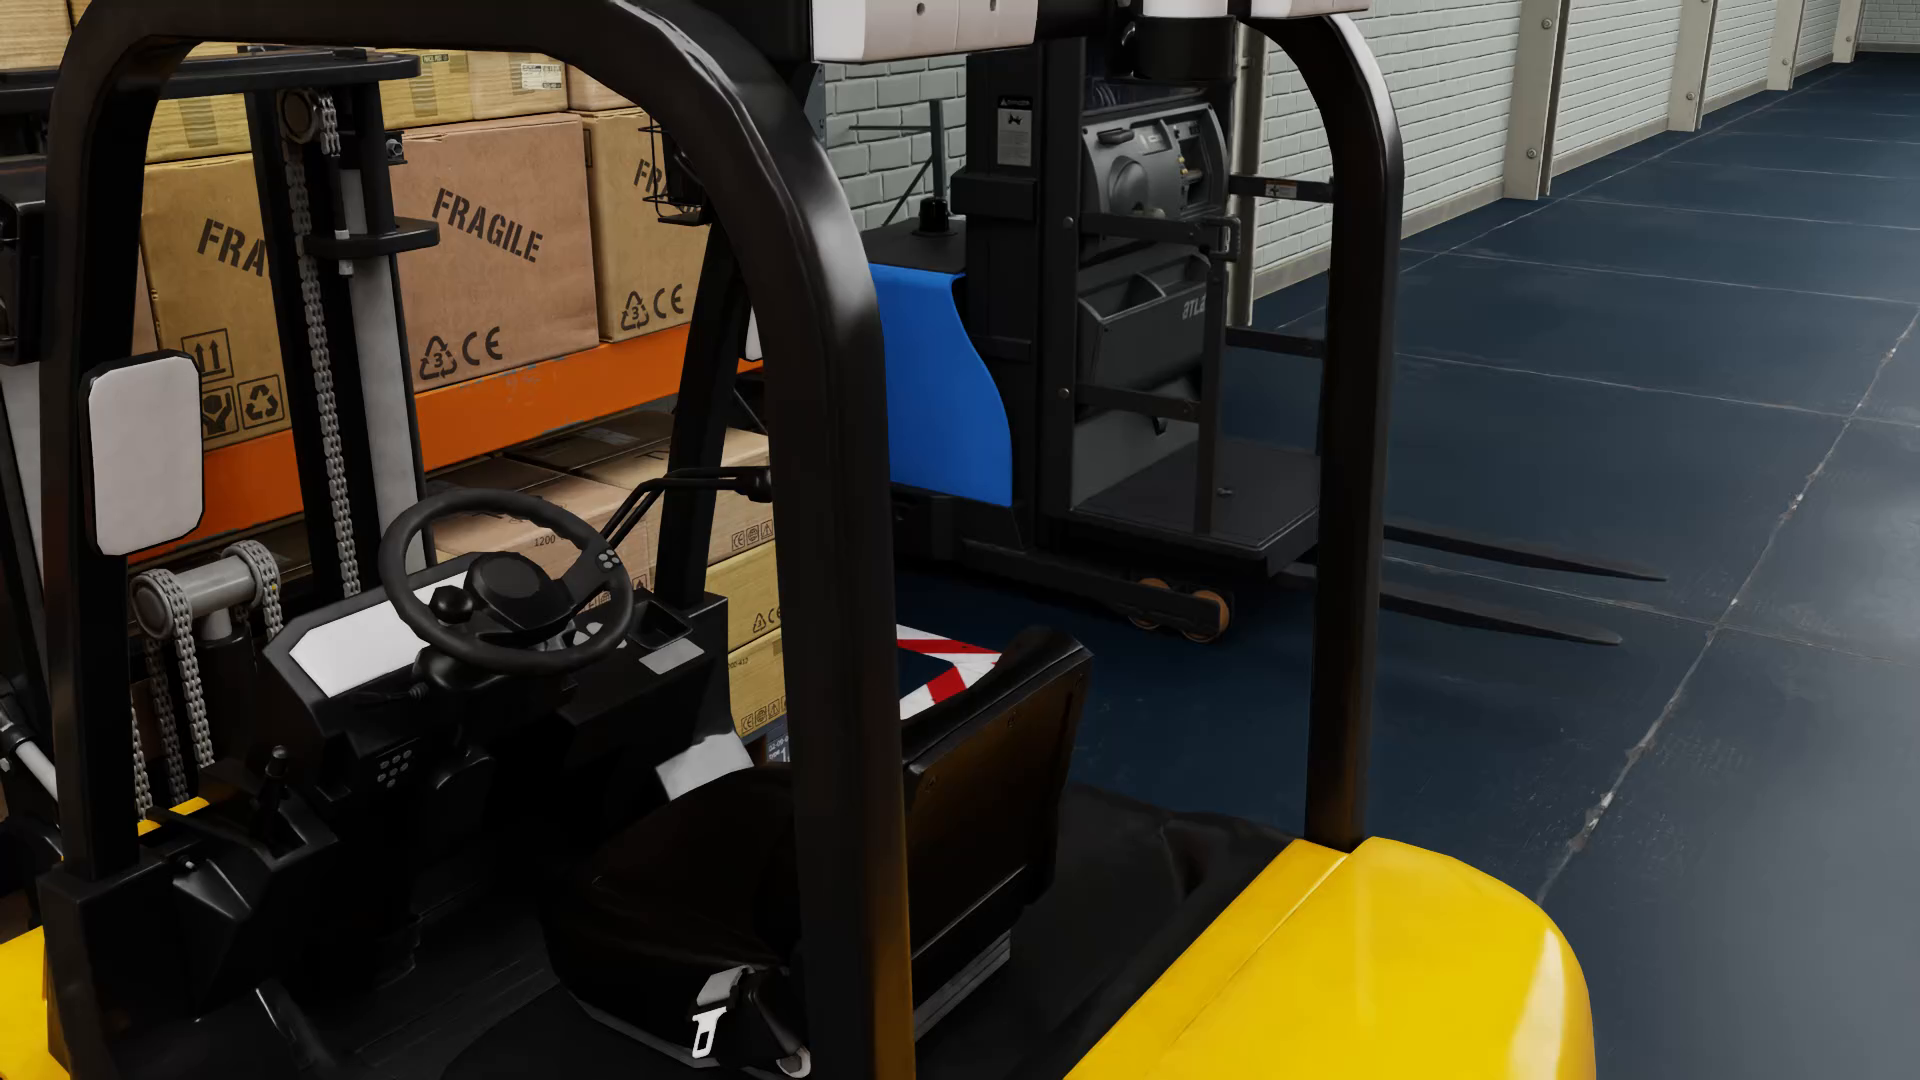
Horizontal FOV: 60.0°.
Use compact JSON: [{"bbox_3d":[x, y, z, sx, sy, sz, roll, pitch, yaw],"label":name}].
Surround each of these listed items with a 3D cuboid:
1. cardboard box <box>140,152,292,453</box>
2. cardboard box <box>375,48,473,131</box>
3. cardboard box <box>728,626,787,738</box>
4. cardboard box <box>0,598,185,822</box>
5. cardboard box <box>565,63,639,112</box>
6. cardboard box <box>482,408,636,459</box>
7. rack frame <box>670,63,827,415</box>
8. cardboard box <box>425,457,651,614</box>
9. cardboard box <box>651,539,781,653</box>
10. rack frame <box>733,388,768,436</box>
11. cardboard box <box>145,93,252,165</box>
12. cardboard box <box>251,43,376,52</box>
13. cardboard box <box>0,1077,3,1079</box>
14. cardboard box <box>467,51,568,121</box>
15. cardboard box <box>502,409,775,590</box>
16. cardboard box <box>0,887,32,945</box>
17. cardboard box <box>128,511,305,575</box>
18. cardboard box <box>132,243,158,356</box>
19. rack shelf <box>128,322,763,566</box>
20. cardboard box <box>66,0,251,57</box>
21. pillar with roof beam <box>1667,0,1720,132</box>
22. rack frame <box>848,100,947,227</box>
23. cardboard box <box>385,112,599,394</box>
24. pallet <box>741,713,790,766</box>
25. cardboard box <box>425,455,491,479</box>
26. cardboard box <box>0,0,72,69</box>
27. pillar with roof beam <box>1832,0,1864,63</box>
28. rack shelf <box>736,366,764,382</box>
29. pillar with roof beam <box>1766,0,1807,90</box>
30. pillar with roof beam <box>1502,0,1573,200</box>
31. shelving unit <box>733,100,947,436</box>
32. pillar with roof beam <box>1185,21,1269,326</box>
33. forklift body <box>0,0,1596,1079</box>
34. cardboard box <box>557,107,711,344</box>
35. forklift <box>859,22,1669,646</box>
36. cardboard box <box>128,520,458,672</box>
[{"bbox_3d":[-1.427,-0.493,3.131,0.500,0.500,0.500,13,24,31],"label":"cardboard box"},{"bbox_3d":[-1.208,-0.919,3.348,0.380,0.149,0.250,13,24,31],"label":"cardboard box"},{"bbox_3d":[-0.783,0.356,4.337,0.500,0.250,0.500,13,24,32],"label":"cardboard box"},{"bbox_3d":[-1.630,0.322,2.988,0.500,0.250,0.500,13,24,31],"label":"cardboard box"},{"bbox_3d":[-0.863,-1.051,3.703,0.380,0.149,0.250,14,24,33],"label":"cardboard box"},{"bbox_3d":[-1.207,-0.208,4.421,0.500,0.250,0.500,13,24,31],"label":"cardboard box"},{"bbox_3d":[-0.781,-0.933,4.464,1.000,3.000,0.127,13,24,32],"label":"rack frame"},{"bbox_3d":[-1.064,0.031,3.773,0.500,0.250,0.500,14,24,33],"label":"cardboard box"},{"bbox_3d":[-0.796,0.126,4.239,0.500,0.250,0.500,13,24,31],"label":"cardboard box"},{"bbox_3d":[-0.756,-0.718,5.996,0.500,1.500,0.032,8,22,28],"label":"rack frame"},{"bbox_3d":[-1.445,-0.757,2.909,0.380,0.149,0.250,13,24,32],"label":"cardboard box"},{"bbox_3d":[-1.301,-0.969,3.054,0.380,0.149,0.250,14,24,33],"label":"cardboard box"},{"bbox_3d":[-1.935,0.934,2.774,0.500,0.250,0.500,14,24,33],"label":"cardboard box"},{"bbox_3d":[-1.059,-0.988,3.534,0.380,0.149,0.250,14,24,33],"label":"cardboard box"},{"bbox_3d":[-0.781,-0.116,4.173,0.500,0.250,0.500,14,25,34],"label":"cardboard box"},{"bbox_3d":[-1.644,0.563,3.058,0.500,0.250,0.500,13,24,32],"label":"cardboard box"},{"bbox_3d":[-1.775,0.077,3.649,0.500,0.250,0.500,13,24,31],"label":"cardboard box"},{"bbox_3d":[-1.701,-0.347,2.735,0.500,0.500,0.500,13,24,32],"label":"cardboard box"},{"bbox_3d":[-1.905,-0.022,3.037,1.077,0.370,4.000,13,24,32],"label":"rack shelf"},{"bbox_3d":[-1.442,-0.894,2.850,0.380,0.149,0.250,14,24,33],"label":"cardboard box"},{"bbox_3d":[11.762,-8.048,15.050,9.100,9.000,0.400,13,24,32],"label":"pillar with roof beam"},{"bbox_3d":[-0.258,-1.030,6.826,0.500,1.500,0.032,8,22,28],"label":"rack frame"},{"bbox_3d":[-1.139,-0.640,3.528,0.500,0.500,0.500,14,25,33],"label":"cardboard box"},{"bbox_3d":[-1.176,0.602,4.332,1.003,0.211,1.213,13,24,32],"label":"pallet"},{"bbox_3d":[-1.485,-0.064,4.032,0.500,0.250,0.500,13,24,32],"label":"cardboard box"},{"bbox_3d":[-1.665,-0.838,2.700,0.380,0.149,0.250,14,24,33],"label":"cardboard box"},{"bbox_3d":[18.507,-11.491,24.358,9.100,9.000,0.400,13,24,32],"label":"pillar with roof beam"},{"bbox_3d":[-0.499,-0.704,6.470,0.538,0.185,1.000,8,22,28],"label":"rack shelf"},{"bbox_3d":[15.135,-9.769,19.704,9.100,9.000,0.400,13,24,32],"label":"pillar with roof beam"},{"bbox_3d":[8.389,-6.326,10.396,9.100,9.000,0.400,13,24,32],"label":"pillar with roof beam"},{"bbox_3d":[-0.512,-0.871,6.403,0.587,1.500,1.083,8,22,28],"label":"shelving unit"},{"bbox_3d":[5.016,-4.605,5.742,9.100,9.000,0.400,13,24,32],"label":"pillar with roof beam"},{"bbox_3d":[-0.338,0.365,2.178,2.313,2.155,1.214,13,24,32],"label":"forklift body"},{"bbox_3d":[-0.840,-0.787,3.926,0.500,0.500,0.500,13,24,31],"label":"cardboard box"},{"bbox_3d":[0.831,-1.253,5.427,3.031,2.935,1.130,13,24,32],"label":"forklift"},{"bbox_3d":[-1.339,0.178,3.377,0.500,0.250,0.500,14,24,32],"label":"cardboard box"}]
